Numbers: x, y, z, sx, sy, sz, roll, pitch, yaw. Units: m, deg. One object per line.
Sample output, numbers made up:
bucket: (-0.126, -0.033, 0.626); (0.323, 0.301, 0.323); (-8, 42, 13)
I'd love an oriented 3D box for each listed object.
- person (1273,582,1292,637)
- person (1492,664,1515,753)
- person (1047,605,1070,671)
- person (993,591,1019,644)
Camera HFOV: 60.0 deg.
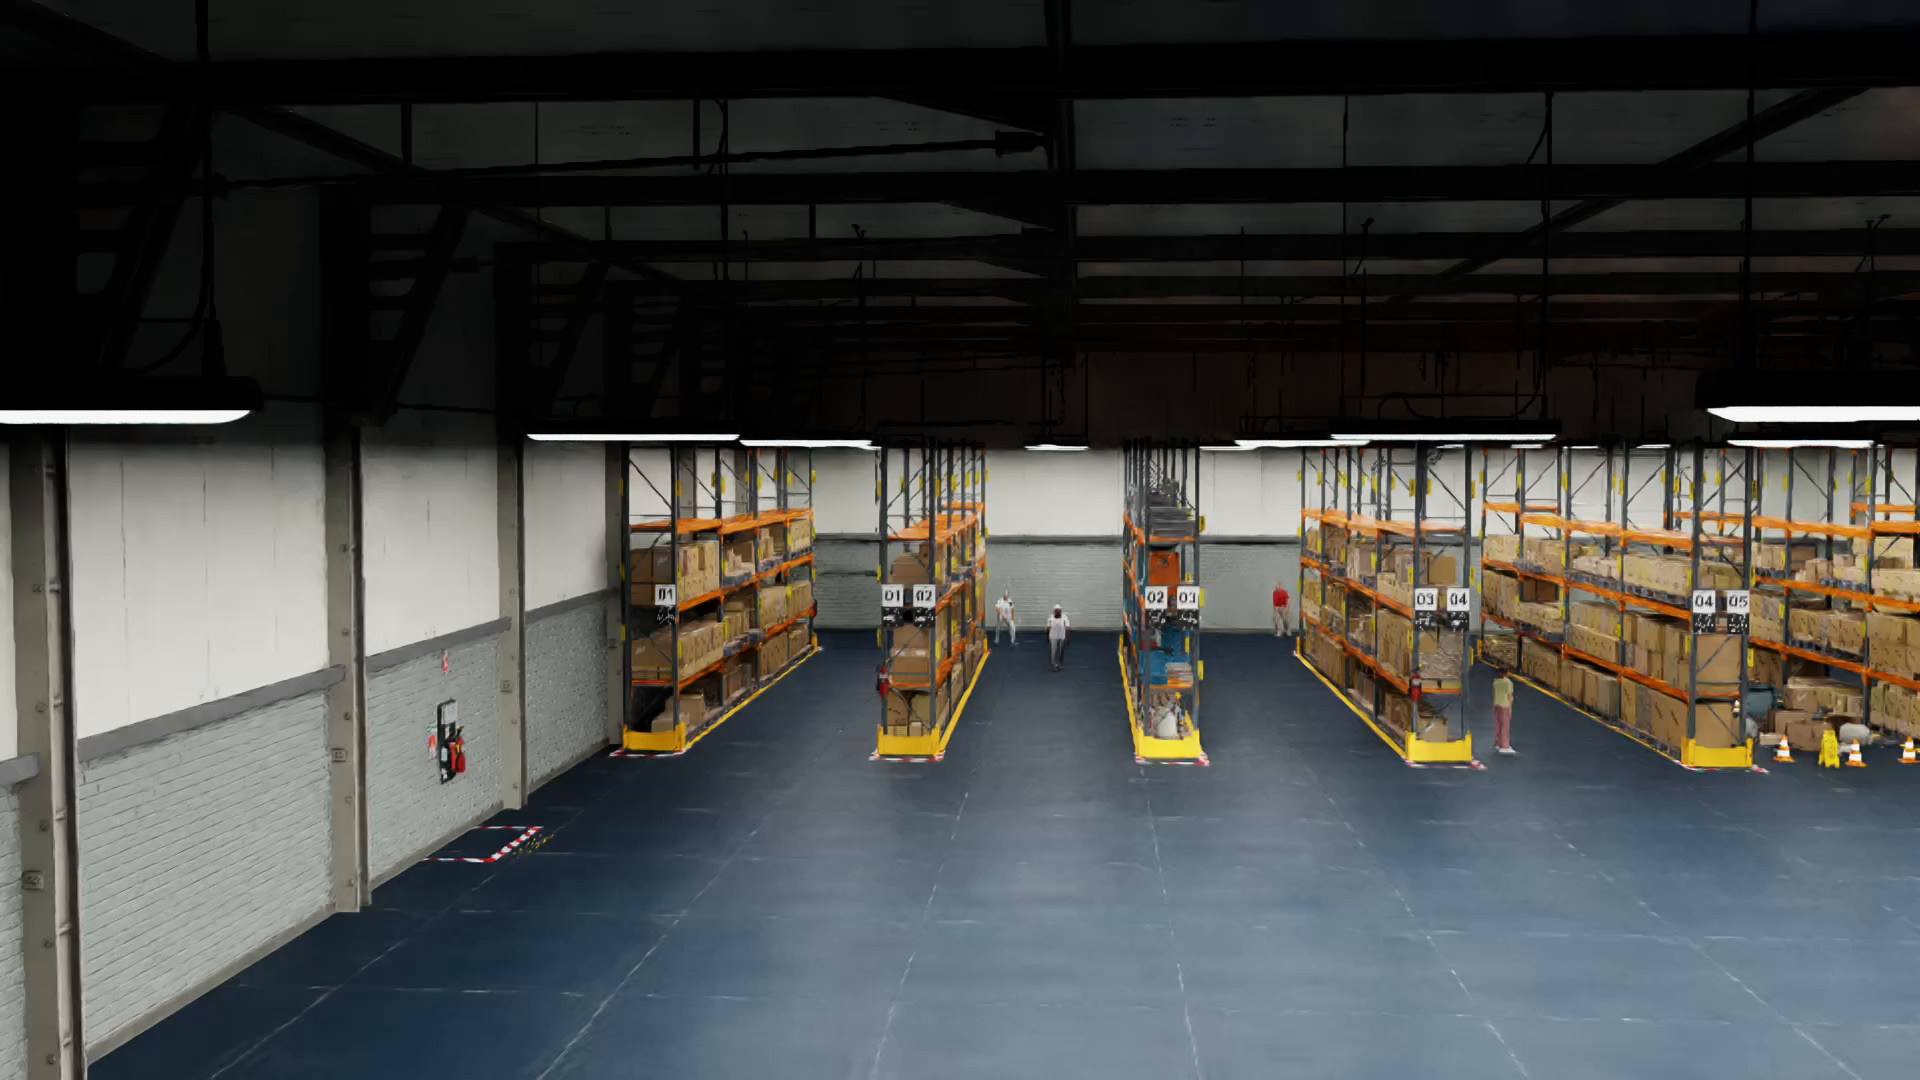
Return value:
person: (9.935, 2.129, 51.291); (0.595, 1.711, 0.577); (3, 4, 40)
person: (10.350, 3.189, 31.577); (0.441, 1.660, 0.498); (-1, 3, -25)
person: (2.577, 2.539, 43.530); (0.589, 1.716, 1.043); (0, 3, 3)
person: (1.342, 2.284, 49.292); (0.656, 1.597, 0.818); (-1, 3, -12)
